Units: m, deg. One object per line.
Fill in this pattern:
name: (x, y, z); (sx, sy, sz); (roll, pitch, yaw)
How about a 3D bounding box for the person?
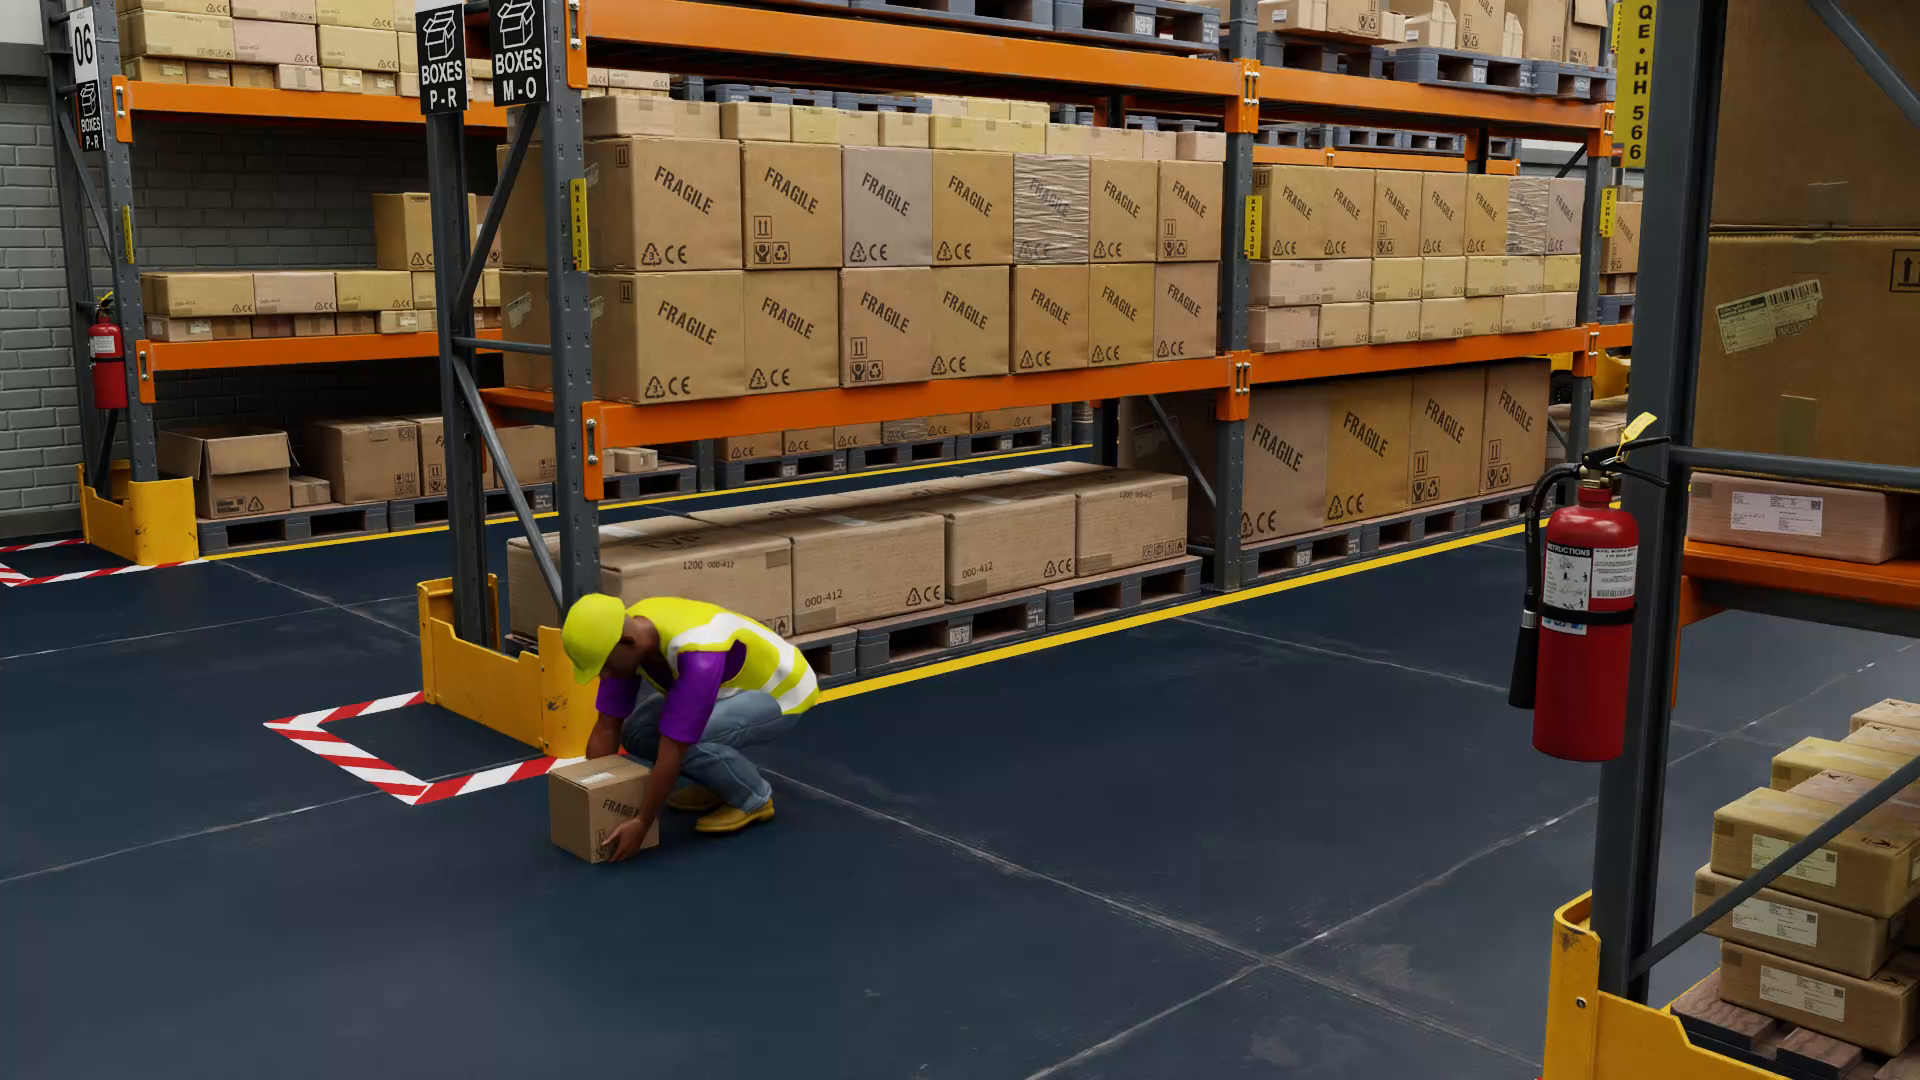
person: (-0.884, 0.564, 5.476); (0.905, 0.892, 0.557); (-8, 13, -37)
